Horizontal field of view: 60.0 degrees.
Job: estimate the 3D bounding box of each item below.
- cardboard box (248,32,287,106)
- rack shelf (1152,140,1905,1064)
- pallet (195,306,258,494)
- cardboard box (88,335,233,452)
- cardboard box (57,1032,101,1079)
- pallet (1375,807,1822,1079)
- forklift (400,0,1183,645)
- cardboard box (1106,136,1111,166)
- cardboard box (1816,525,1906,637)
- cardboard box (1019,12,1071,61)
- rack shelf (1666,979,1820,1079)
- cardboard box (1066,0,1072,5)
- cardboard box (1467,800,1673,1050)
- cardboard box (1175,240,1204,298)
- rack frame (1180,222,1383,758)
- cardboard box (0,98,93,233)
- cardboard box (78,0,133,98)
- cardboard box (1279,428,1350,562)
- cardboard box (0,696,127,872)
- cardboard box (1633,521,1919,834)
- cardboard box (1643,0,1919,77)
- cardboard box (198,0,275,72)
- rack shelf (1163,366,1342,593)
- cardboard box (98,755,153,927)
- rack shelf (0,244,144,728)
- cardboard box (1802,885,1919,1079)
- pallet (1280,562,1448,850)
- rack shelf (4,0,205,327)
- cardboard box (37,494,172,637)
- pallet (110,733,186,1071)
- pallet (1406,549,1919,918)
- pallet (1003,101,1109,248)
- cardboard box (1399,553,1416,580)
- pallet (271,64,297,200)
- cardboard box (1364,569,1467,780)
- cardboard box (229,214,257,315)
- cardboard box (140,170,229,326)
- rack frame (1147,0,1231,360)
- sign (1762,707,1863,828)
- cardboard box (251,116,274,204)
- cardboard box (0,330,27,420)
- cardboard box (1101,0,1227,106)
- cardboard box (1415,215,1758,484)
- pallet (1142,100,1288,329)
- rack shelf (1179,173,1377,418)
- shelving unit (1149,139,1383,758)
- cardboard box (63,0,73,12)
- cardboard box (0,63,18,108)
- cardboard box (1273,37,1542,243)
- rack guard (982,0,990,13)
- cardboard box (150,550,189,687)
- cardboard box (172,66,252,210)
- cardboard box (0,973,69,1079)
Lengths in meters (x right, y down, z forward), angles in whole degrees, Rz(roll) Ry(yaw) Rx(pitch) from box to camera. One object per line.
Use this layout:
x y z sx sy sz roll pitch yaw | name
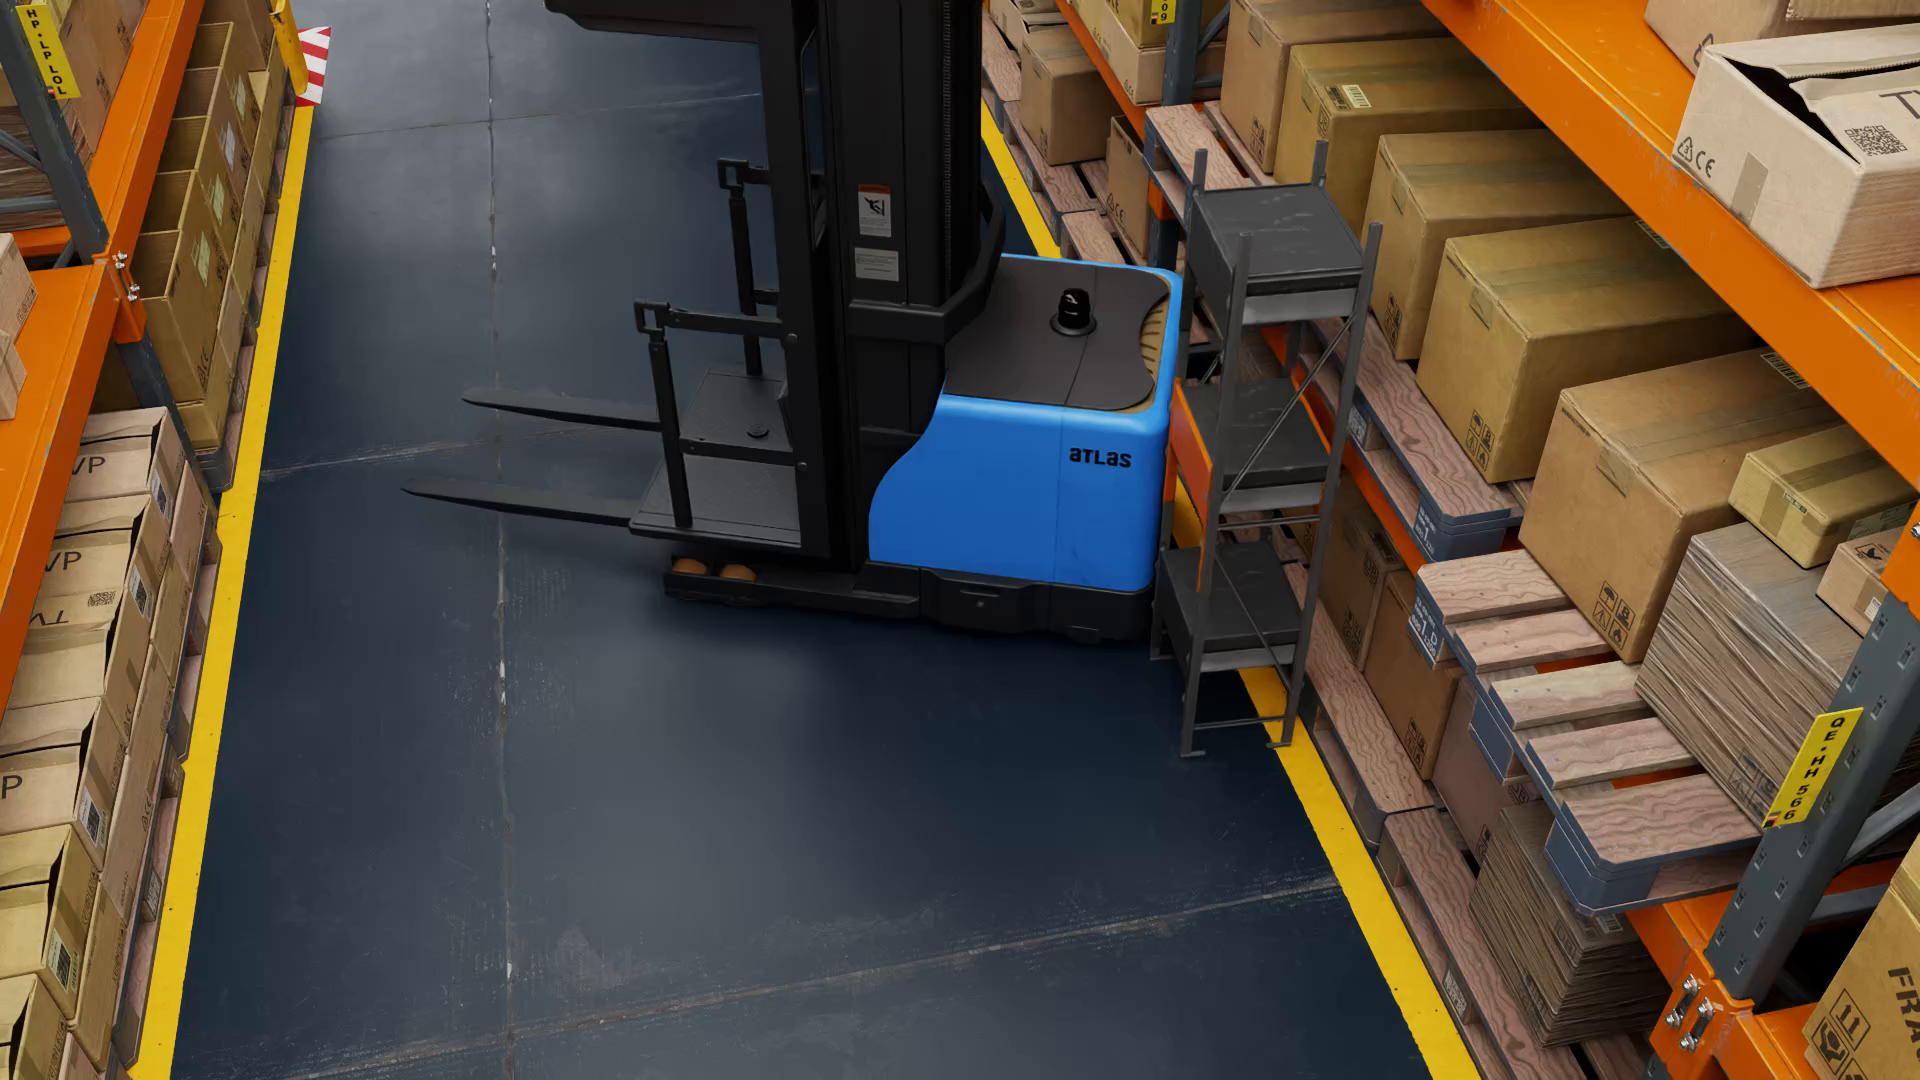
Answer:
-3.999 -2.538 9.104 0.500 0.250 0.500 -8 42 -9 | cardboard box
1.728 -0.268 5.335 1.077 0.370 4.000 -8 42 -9 | rack shelf
-3.671 -0.600 7.267 1.003 0.211 1.213 -8 42 -9 | pallet
-3.344 -0.594 6.915 0.500 0.250 0.500 -8 42 -9 | cardboard box
-2.612 1.635 4.403 0.500 0.250 0.500 -9 42 -10 | cardboard box
1.992 1.295 5.132 1.003 0.211 1.213 -8 42 -9 | pallet
-0.692 -1.176 5.867 3.031 2.935 1.130 7 42 8 | forklift
0.970 -1.972 8.528 0.380 0.149 0.250 -12 43 -13 | cardboard box
2.056 0.095 3.488 0.380 0.149 0.250 -14 43 -15 | cardboard box
0.617 -2.755 9.288 0.500 0.311 0.500 -5 42 -6 | cardboard box
2.591 2.324 2.414 1.077 0.370 4.000 -8 42 -9 | rack shelf
0.675 -2.697 7.626 0.500 0.250 0.500 -9 42 -10 | cardboard box
1.953 1.070 4.837 0.700 0.500 0.500 -8 42 -9 | cardboard box
1.151 -1.281 7.737 0.380 0.166 0.250 -14 43 -15 | cardboard box
0.967 -0.051 5.210 0.400 2.100 0.015 -6 41 -6 | rack frame
-3.642 -1.446 6.044 0.700 0.500 0.500 -9 42 -10 | cardboard box
-3.867 -2.112 6.795 0.700 0.500 0.500 -8 42 -9 | cardboard box
1.632 -0.261 6.336 0.700 0.500 0.500 -9 42 -10 | cardboard box
-2.844 0.748 4.981 0.500 0.311 0.500 -9 42 -10 | cardboard box
2.048 0.254 3.798 0.700 0.500 0.500 -13 43 -14 | cardboard box
1.970 -1.263 3.560 0.797 0.503 0.637 -3 42 -3 | cardboard box
-3.997 -2.819 8.856 0.500 0.500 0.500 -8 42 -9 | cardboard box
0.933 -0.198 5.402 0.431 0.518 0.480 -6 41 -6 | rack shelf
-2.841 0.967 5.156 0.500 0.250 0.500 -8 42 -8 | cardboard box
-3.108 0.444 4.532 1.077 0.370 4.000 -8 42 -9 | rack shelf
2.014 0.954 3.101 0.500 0.500 0.500 -7 42 -8 | cardboard box
1.732 0.506 6.021 1.003 0.211 1.213 -8 42 -9 | pallet
-3.972 -2.149 7.453 1.077 0.370 4.000 -8 42 -9 | rack shelf
-3.054 0.098 5.713 0.500 0.311 0.500 -7 42 -8 | cardboard box
-3.076 1.186 5.255 1.003 0.211 1.213 -8 42 -9 | pallet
1.902 0.384 4.202 1.213 0.211 1.003 -8 42 -9 | pallet
0.850 -2.014 8.860 1.003 0.211 1.213 -8 42 -9 | pallet
1.775 0.078 5.389 0.500 0.250 0.500 -9 42 -9 | cardboard box
-4.197 -2.182 9.049 1.003 0.211 1.213 -8 42 -9 | pallet
1.821 0.401 5.590 0.700 0.500 0.500 -9 42 -10 | cardboard box
-3.550 -1.244 7.647 0.500 0.250 0.500 -8 42 -9 | cardboard box
-3.450 -1.199 7.032 0.500 0.500 0.500 -8 42 -9 | cardboard box
1.296 -1.834 6.556 1.000 3.000 0.127 -8 42 -9 | rack frame
1.632 0.439 3.183 0.100 0.325 0.005 -8 42 -9 | sign
-3.770 -1.892 8.376 0.500 0.250 0.500 -8 42 -9 | cardboard box
-3.171 -0.528 5.186 0.396 0.266 0.258 -9 42 -10 | cardboard box
0.898 -2.049 6.897 0.500 0.250 0.500 -8 42 -9 | cardboard box
1.758 -0.551 4.704 0.700 0.500 0.500 -8 42 -9 | cardboard box
1.319 -1.246 6.038 1.003 0.211 1.213 -8 42 -9 | pallet
0.927 -0.729 4.947 0.431 0.518 0.480 -6 41 -6 | rack shelf
0.933 -0.208 5.394 0.431 2.100 0.503 -6 41 -6 | shelving unit
-3.579 -2.103 6.296 0.380 0.149 0.250 -9 42 -10 | cardboard box
-3.409 -1.604 5.733 0.380 0.149 0.250 -8 42 -9 | cardboard box
1.486 -1.338 5.591 0.700 0.500 0.500 -4 42 -5 | cardboard box
0.449 -3.443 10.252 1.175 0.500 0.348 -8 42 -9 | rack guard
-3.060 0.305 5.902 0.500 0.250 0.500 -9 42 -10 | cardboard box
-3.660 -1.848 7.763 0.500 0.500 0.500 -8 42 -9 | cardboard box
-2.625 1.412 4.232 0.500 0.311 0.500 -9 42 -10 | cardboard box
